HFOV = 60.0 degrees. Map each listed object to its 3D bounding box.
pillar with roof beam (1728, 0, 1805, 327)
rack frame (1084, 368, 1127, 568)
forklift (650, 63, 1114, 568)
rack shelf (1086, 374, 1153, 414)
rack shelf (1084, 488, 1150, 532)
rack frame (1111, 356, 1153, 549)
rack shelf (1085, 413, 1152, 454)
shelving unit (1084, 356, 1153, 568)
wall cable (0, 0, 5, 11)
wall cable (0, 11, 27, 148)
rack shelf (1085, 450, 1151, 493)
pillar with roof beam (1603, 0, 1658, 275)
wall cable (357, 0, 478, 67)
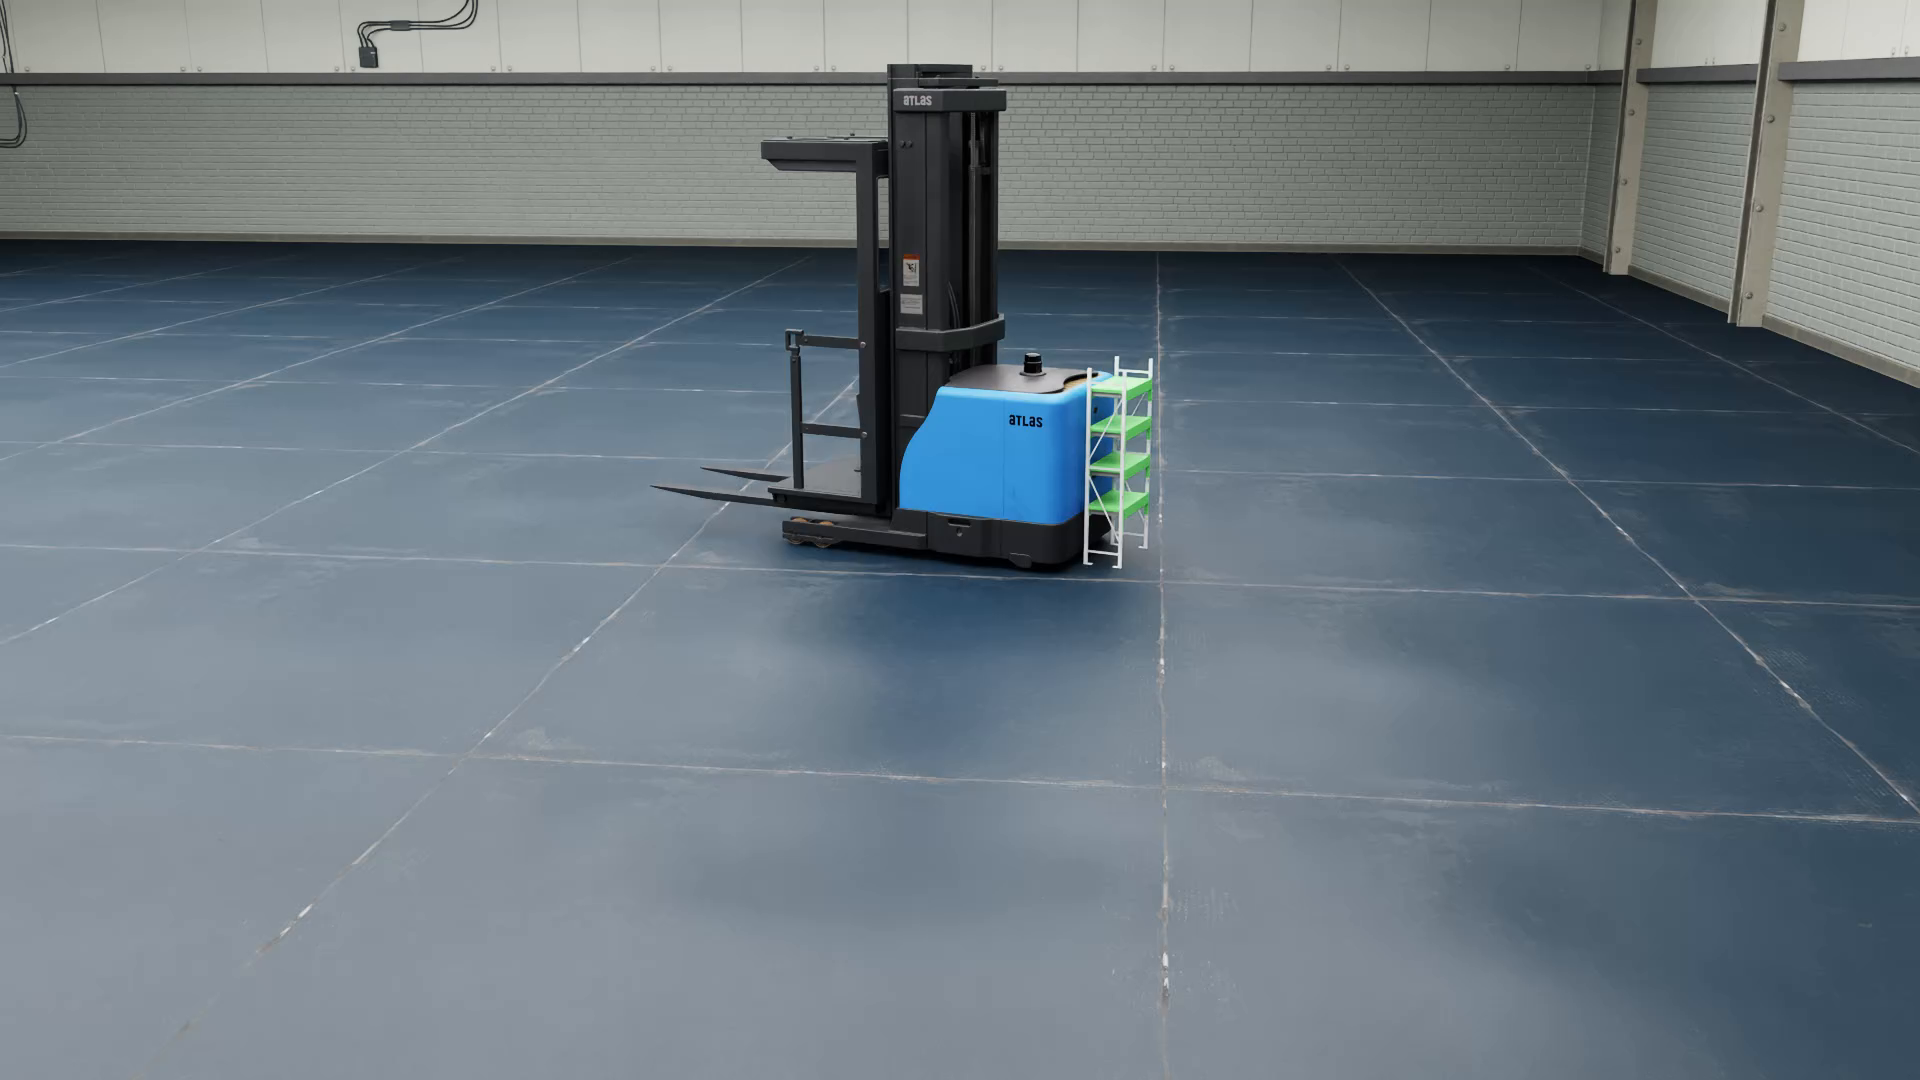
[{"bbox_3d":[5.396,-7.123,19.766,9.100,9.000,0.400,2,15,6],"label":"pillar with roof beam"},{"bbox_3d":[0.865,-0.422,9.924,0.240,1.200,0.015,7,17,24],"label":"rack frame"},{"bbox_3d":[-0.570,-1.483,10.531,3.031,2.935,1.130,7,17,24],"label":"forklift"},{"bbox_3d":[0.966,-0.882,10.030,0.258,0.148,0.480,7,17,24],"label":"rack shelf"},{"bbox_3d":[0.966,-0.187,10.218,0.258,0.148,0.480,7,17,24],"label":"rack shelf"},{"bbox_3d":[1.067,-0.538,10.353,0.240,1.200,0.015,7,17,24],"label":"rack frame"},{"bbox_3d":[0.966,-0.650,10.092,0.258,0.148,0.480,7,17,24],"label":"rack shelf"},{"bbox_3d":[0.966,-0.480,10.138,0.258,1.200,0.503,7,17,24],"label":"shelving unit"},{"bbox_3d":[-16.614,-11.065,30.617,3.097,2.526,0.112,2,15,6],"label":"wall cable"},{"bbox_3d":[-19.302,-8.707,31.571,3.097,2.526,0.112,2,15,6],"label":"wall cable"},{"bbox_3d":[0.966,-0.418,10.155,0.258,0.148,0.480,7,17,24],"label":"rack shelf"},{"bbox_3d":[6.073,-8.680,25.521,9.100,9.000,0.400,2,15,6],"label":"pillar with roof beam"},{"bbox_3d":[-9.871,-11.564,29.672,2.305,6.003,0.169,2,15,6],"label":"wall cable"}]
